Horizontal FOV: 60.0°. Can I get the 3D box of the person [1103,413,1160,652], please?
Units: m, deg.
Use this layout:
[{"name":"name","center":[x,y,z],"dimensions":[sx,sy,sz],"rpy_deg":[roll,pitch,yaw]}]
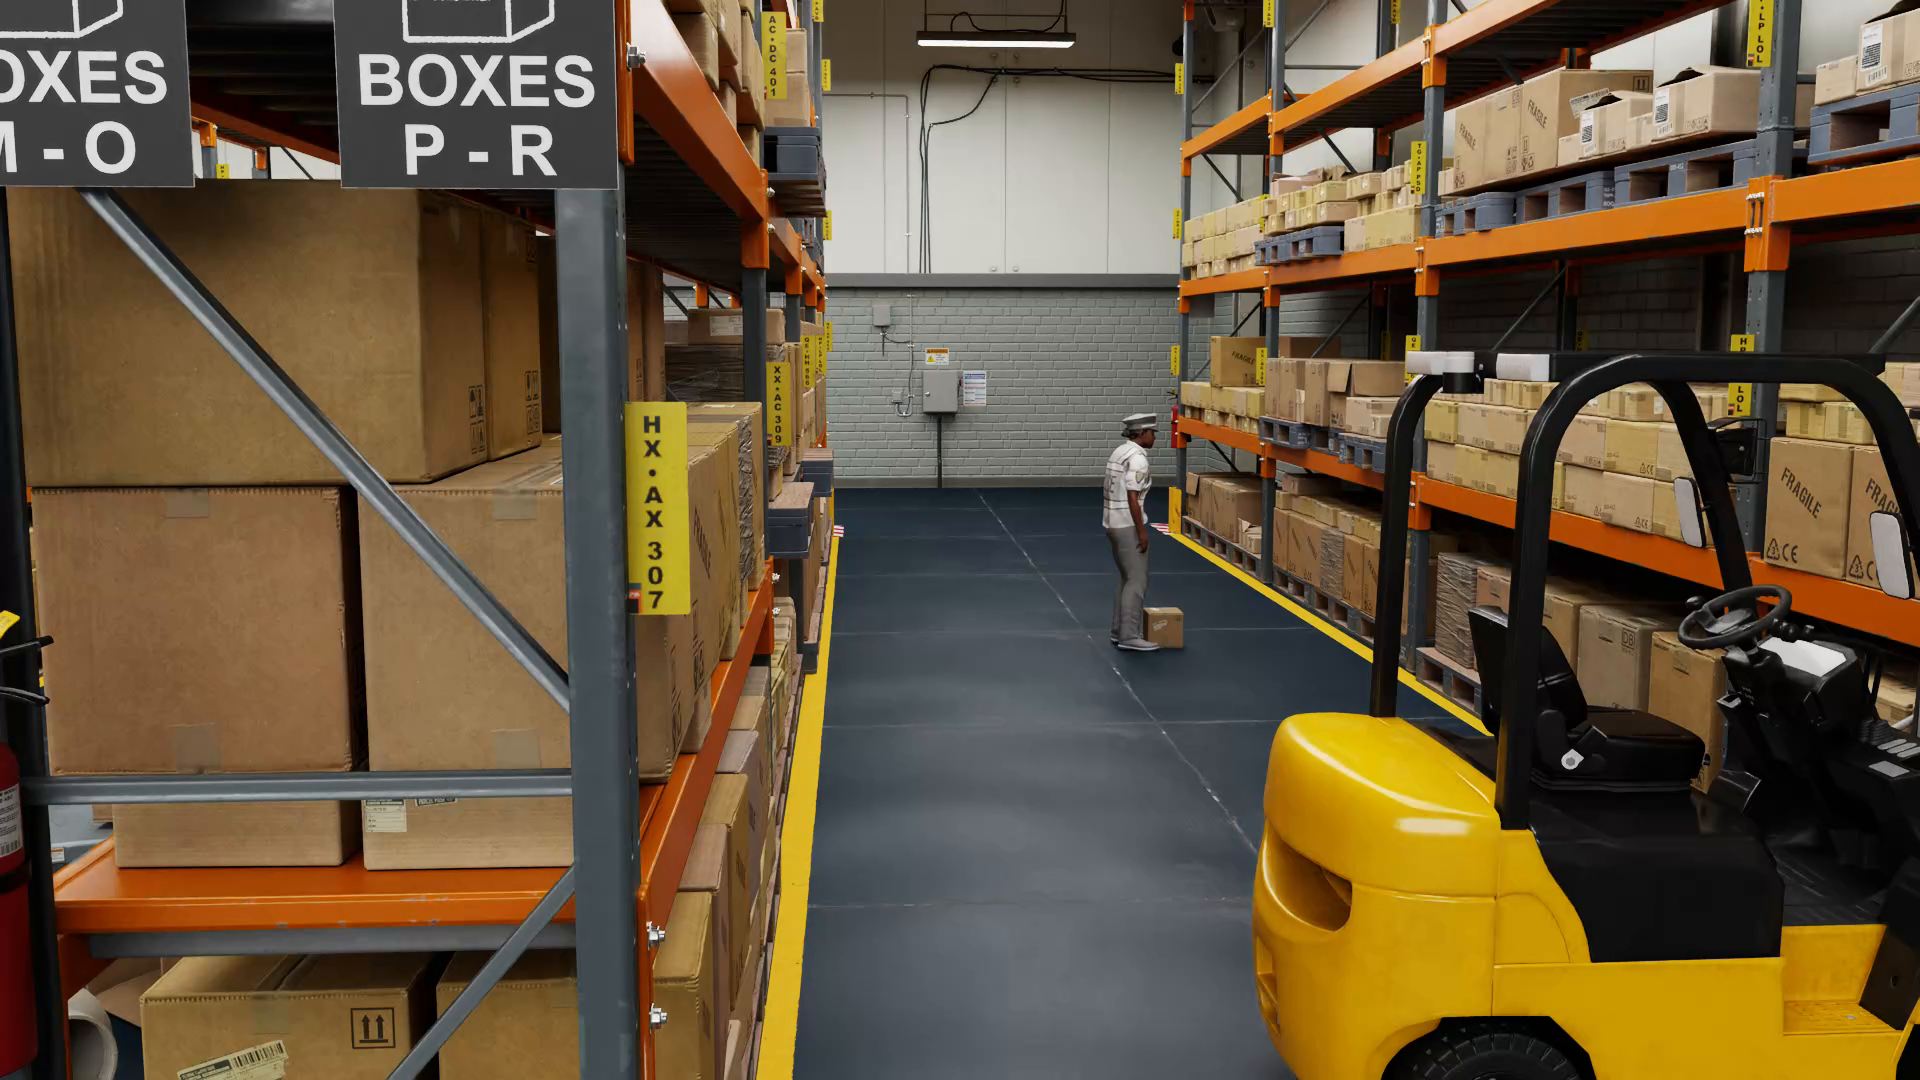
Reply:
[{"name":"person","center":[1.226,-0.070,11.810],"dimensions":[0.383,1.663,0.532],"rpy_deg":[-1,7,-7]}]
